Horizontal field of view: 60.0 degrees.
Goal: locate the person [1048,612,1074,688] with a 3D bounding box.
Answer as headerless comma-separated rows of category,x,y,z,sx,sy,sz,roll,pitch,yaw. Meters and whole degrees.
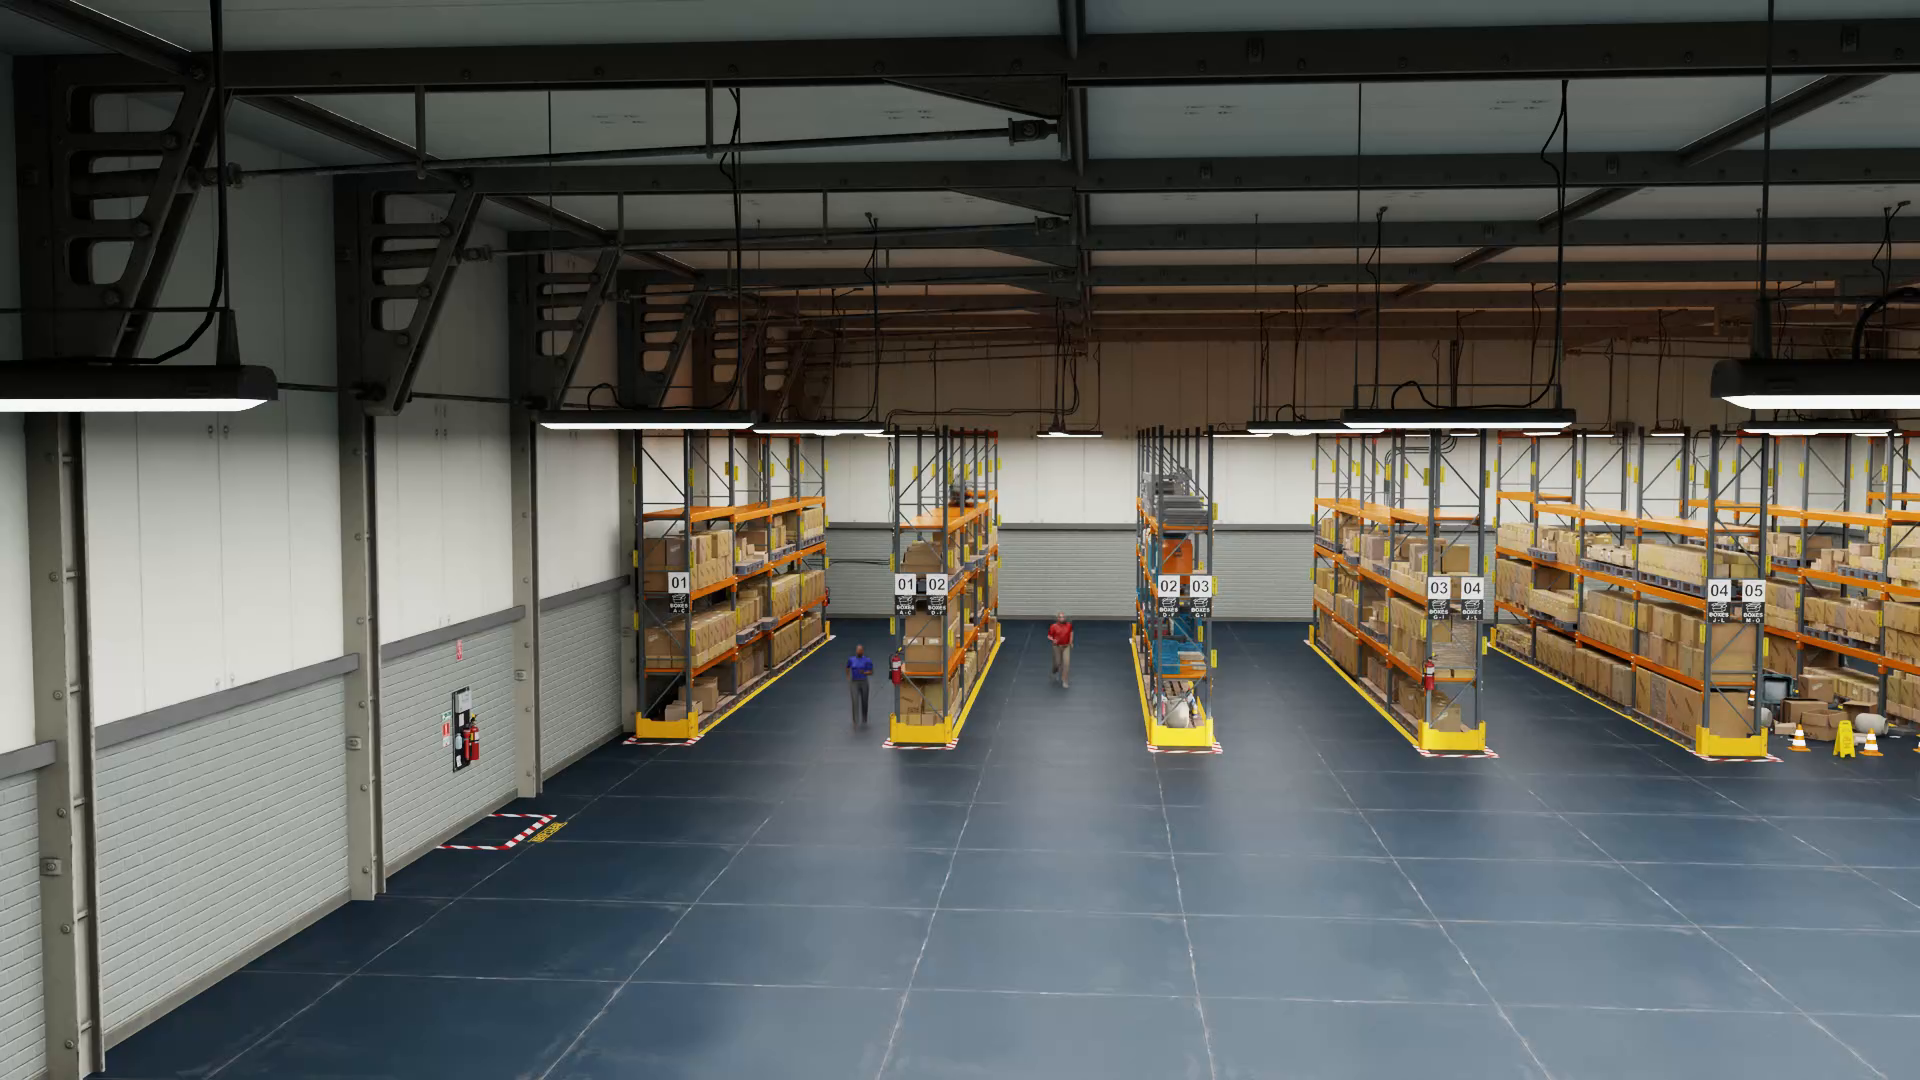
person,2.350,2.534,38.713,0.647,1.719,0.943,0,3,-7

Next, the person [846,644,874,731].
person,-1.991,2.891,32.976,0.572,1.653,0.916,0,3,-2
